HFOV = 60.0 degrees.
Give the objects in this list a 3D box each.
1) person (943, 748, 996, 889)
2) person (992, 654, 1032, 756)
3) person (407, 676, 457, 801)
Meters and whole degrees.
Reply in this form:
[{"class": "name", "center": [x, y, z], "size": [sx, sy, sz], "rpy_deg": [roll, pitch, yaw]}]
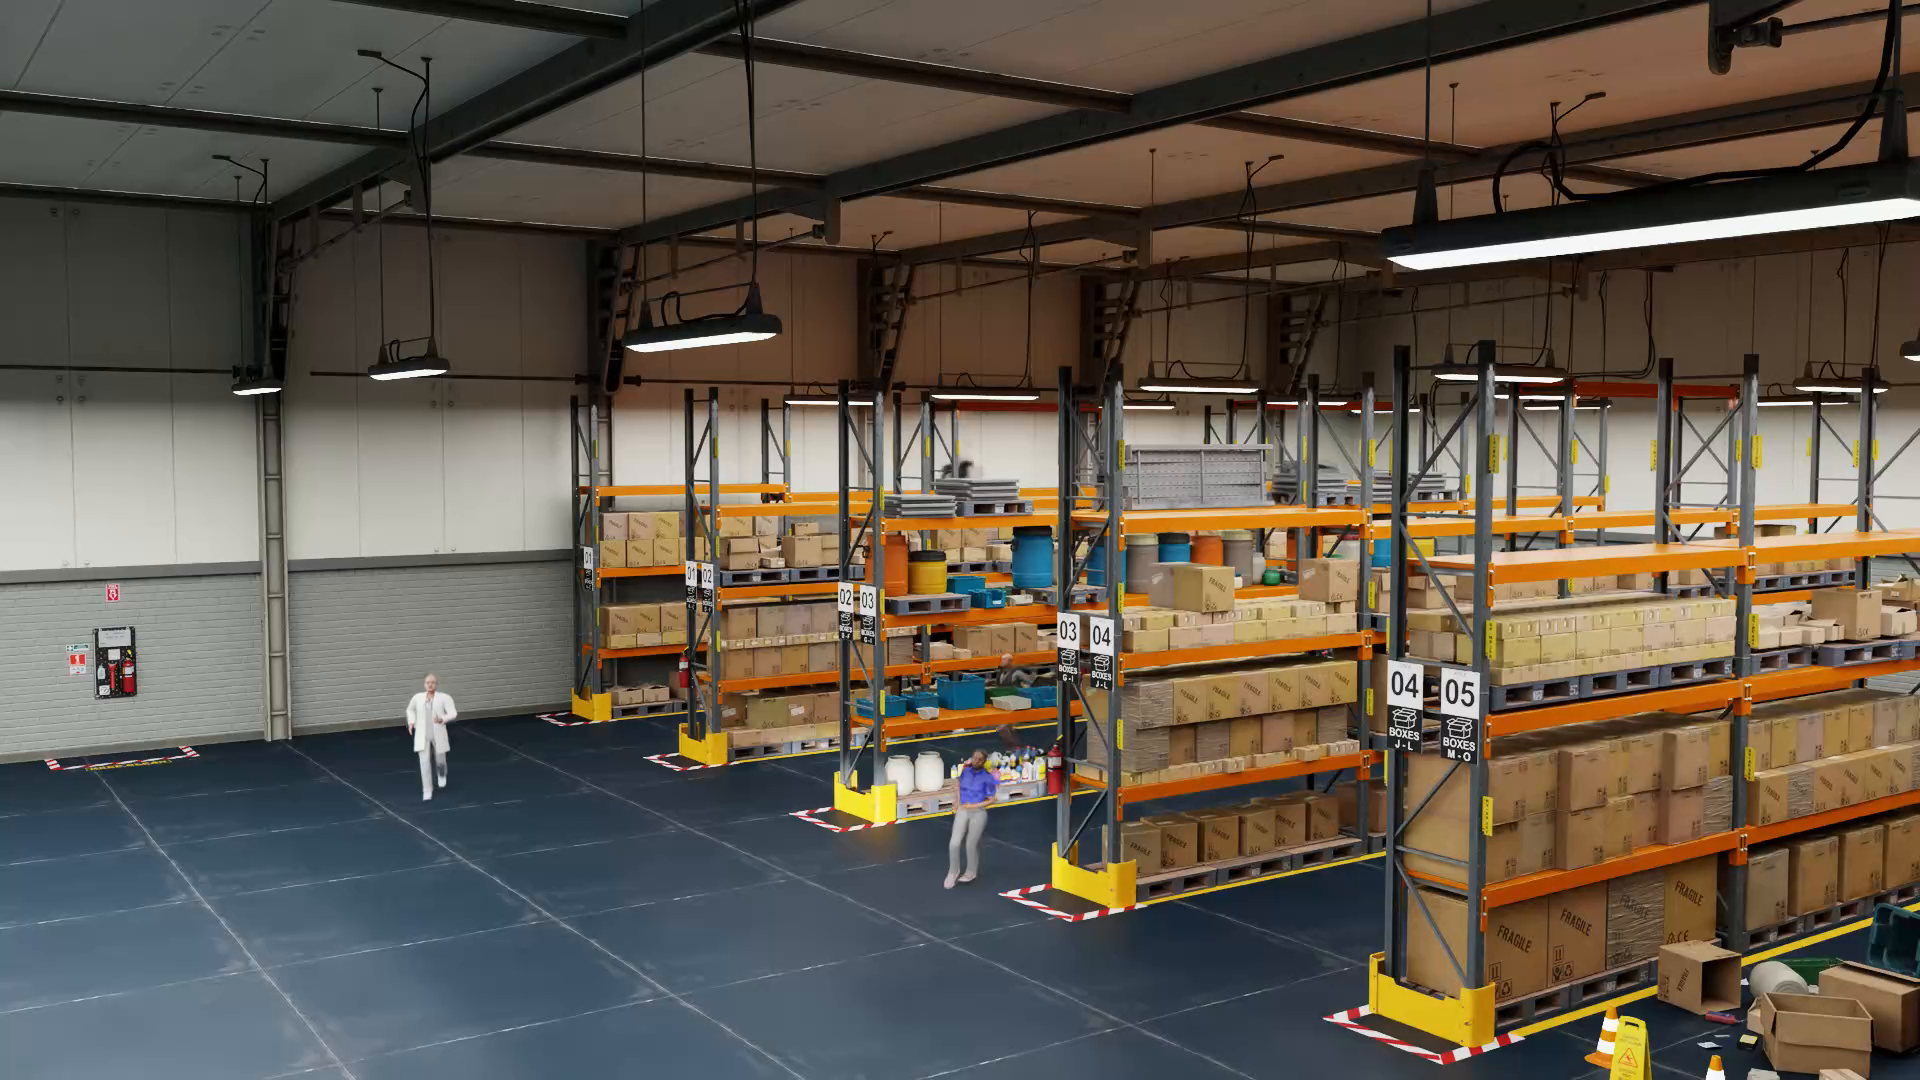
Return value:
[{"class": "person", "center": [0.134, 3.207, 19.162], "size": [0.606, 1.648, 0.645], "rpy_deg": [1, 4, 22]}, {"class": "person", "center": [0.776, 2.719, 26.757], "size": [0.733, 1.780, 0.667], "rpy_deg": [-3, 4, -37]}, {"class": "person", "center": [-7.653, 2.836, 24.068], "size": [0.720, 1.751, 0.963], "rpy_deg": [-1, 3, -11]}]
